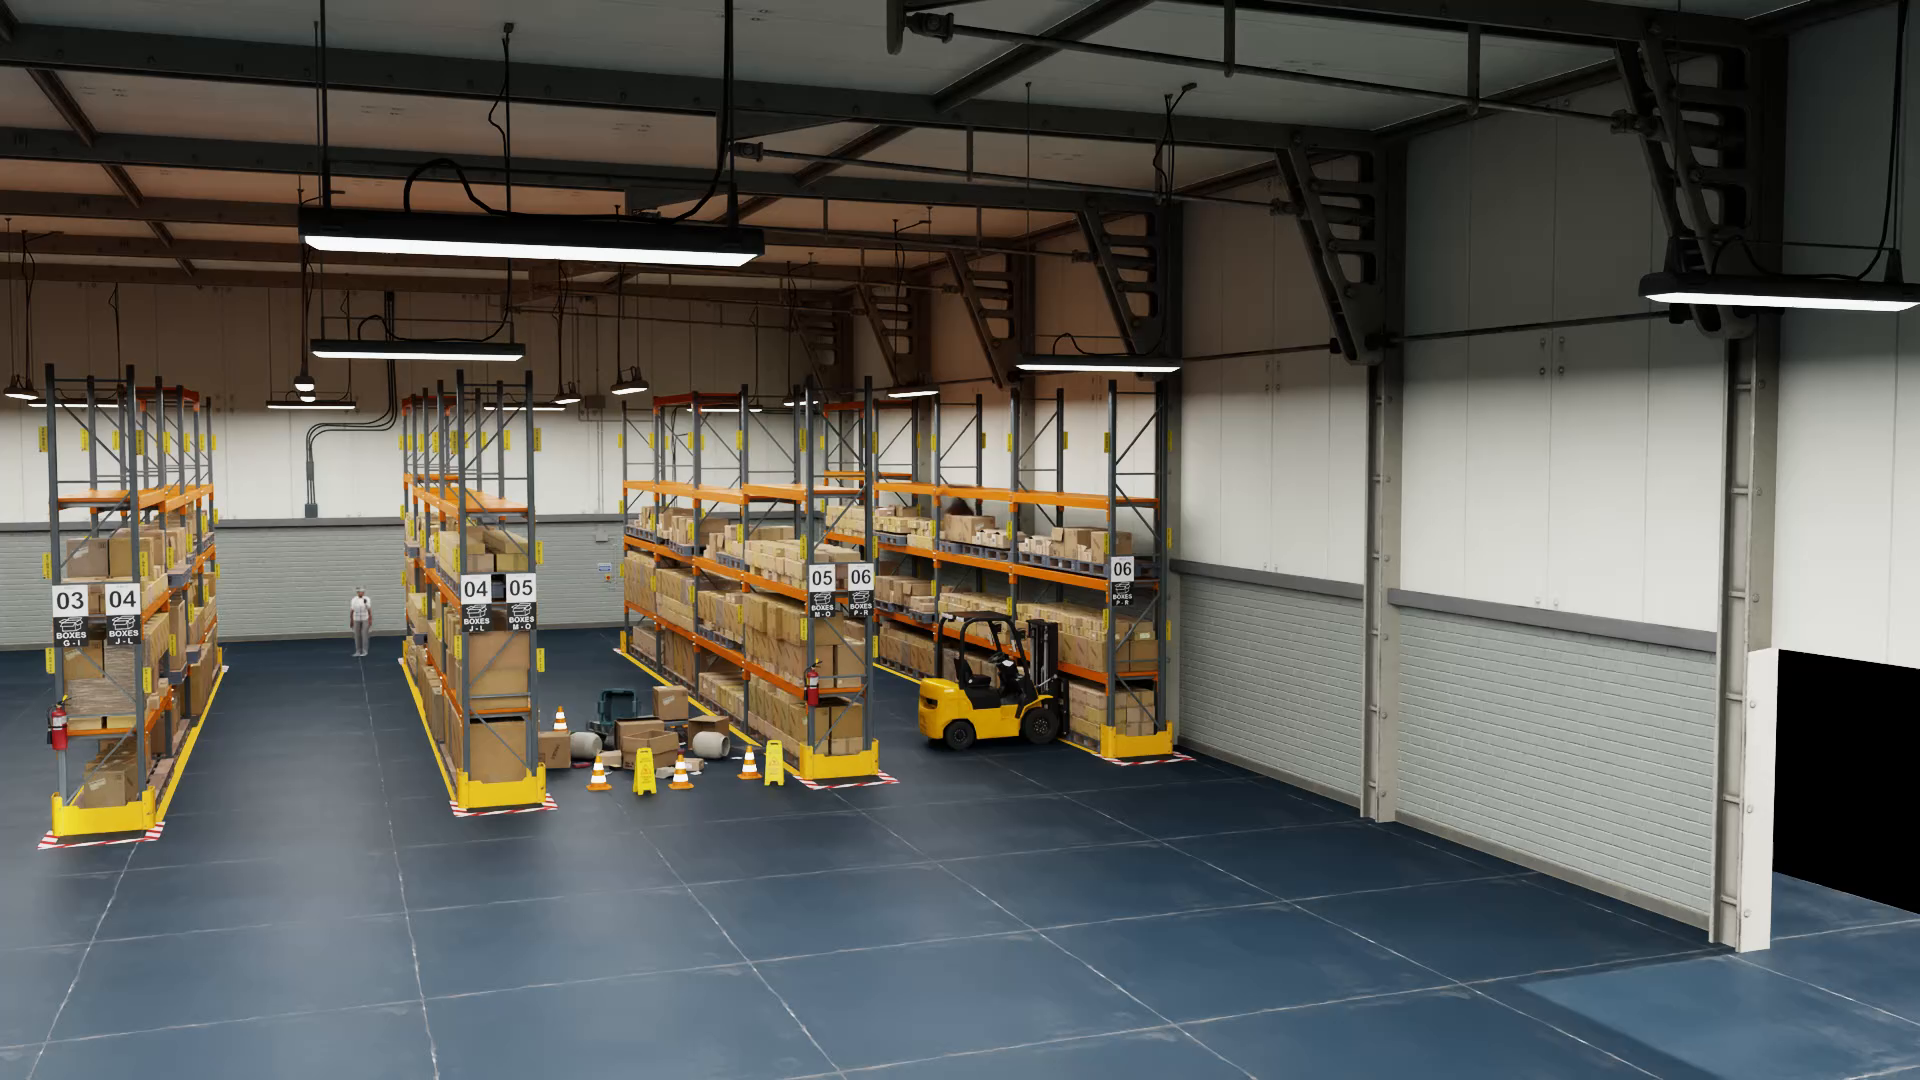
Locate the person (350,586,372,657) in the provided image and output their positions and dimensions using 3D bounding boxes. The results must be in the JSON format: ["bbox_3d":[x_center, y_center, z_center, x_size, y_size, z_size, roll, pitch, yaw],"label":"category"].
[{"bbox_3d":[-14.016,1.899,38.897,0.496,1.678,0.376,-1,3,-16],"label":"person"}]
